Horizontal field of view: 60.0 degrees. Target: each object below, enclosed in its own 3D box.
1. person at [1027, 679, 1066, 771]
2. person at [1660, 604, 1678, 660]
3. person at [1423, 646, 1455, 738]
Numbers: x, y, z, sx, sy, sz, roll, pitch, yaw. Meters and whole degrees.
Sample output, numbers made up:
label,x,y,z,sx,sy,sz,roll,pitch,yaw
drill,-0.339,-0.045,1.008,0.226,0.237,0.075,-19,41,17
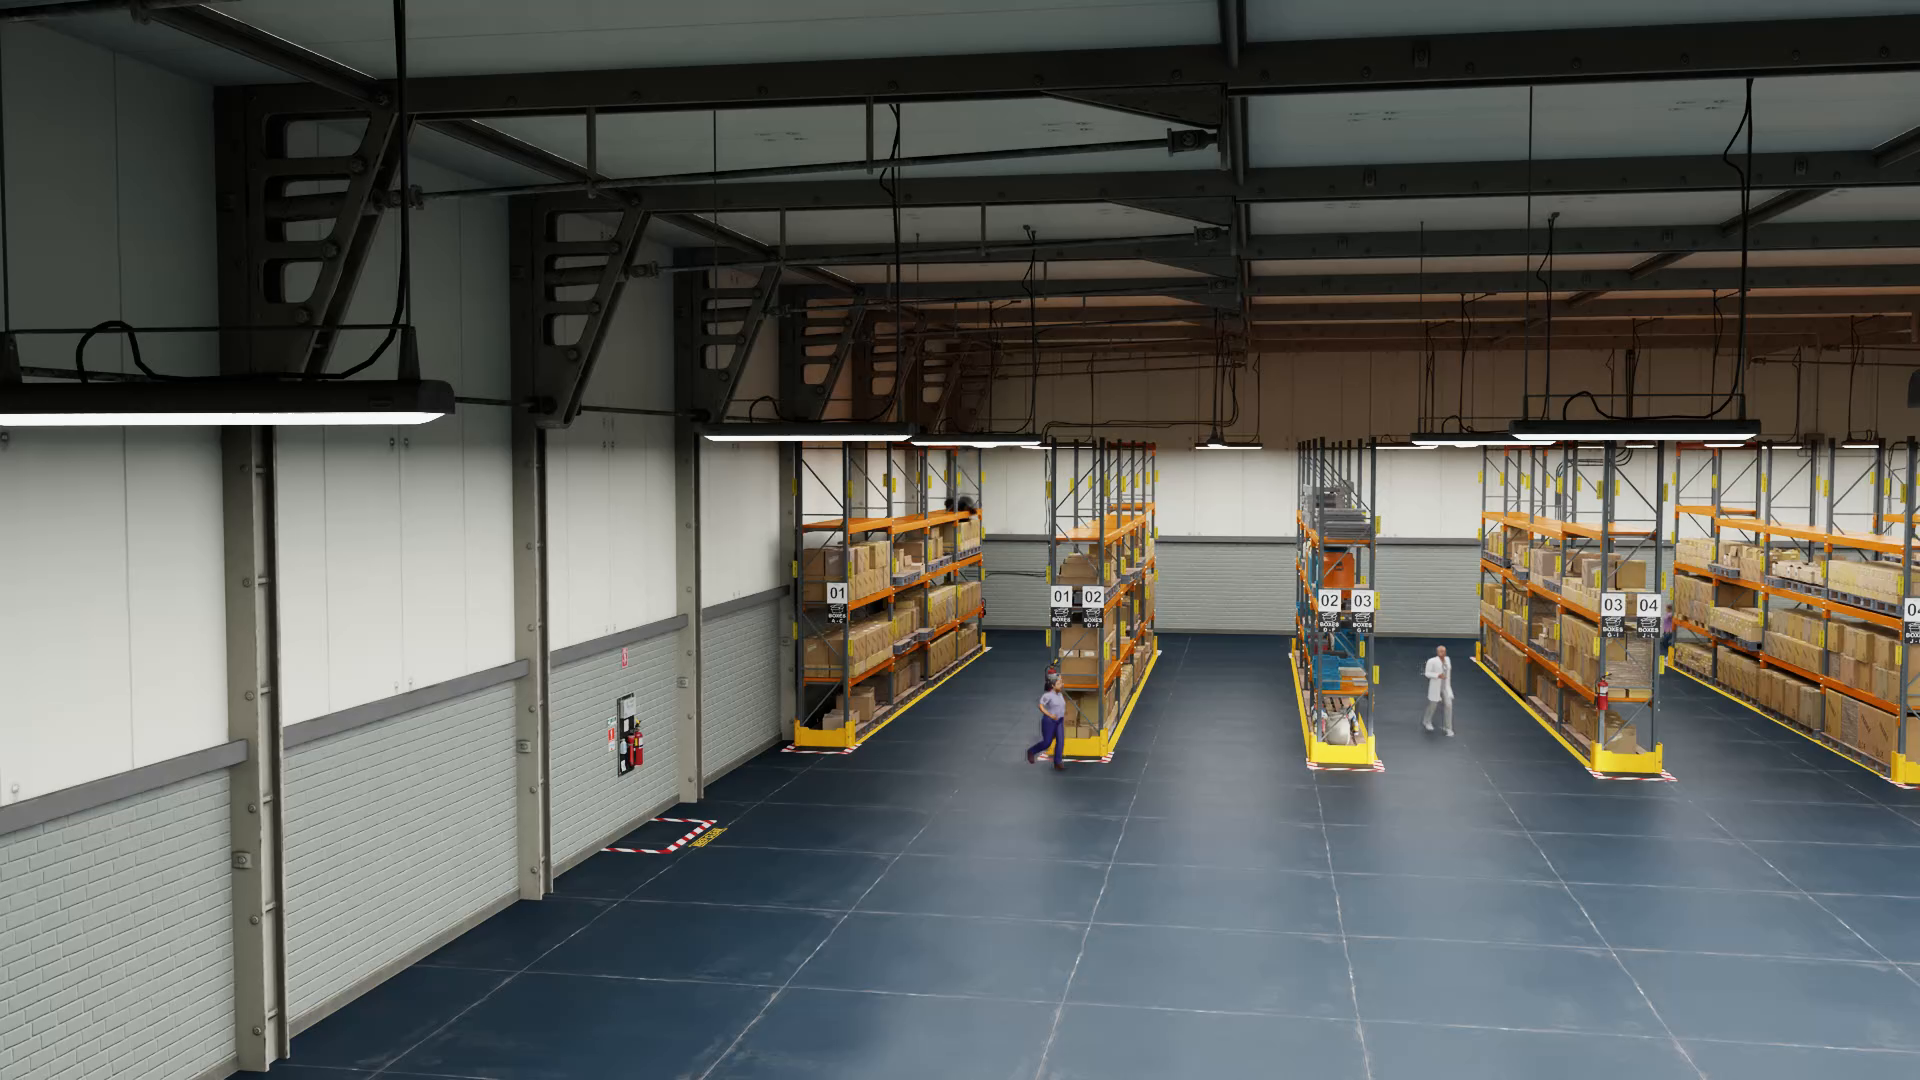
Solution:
label,x,y,z,sx,sy,sz,roll,pitch,yaw
person,1.702,3.323,30.162,0.680,1.604,0.865,-3,4,-44
person,19.547,2.534,45.808,0.498,1.568,0.566,1,3,12
person,9.702,3.040,33.759,0.648,1.822,0.964,0,3,-9
